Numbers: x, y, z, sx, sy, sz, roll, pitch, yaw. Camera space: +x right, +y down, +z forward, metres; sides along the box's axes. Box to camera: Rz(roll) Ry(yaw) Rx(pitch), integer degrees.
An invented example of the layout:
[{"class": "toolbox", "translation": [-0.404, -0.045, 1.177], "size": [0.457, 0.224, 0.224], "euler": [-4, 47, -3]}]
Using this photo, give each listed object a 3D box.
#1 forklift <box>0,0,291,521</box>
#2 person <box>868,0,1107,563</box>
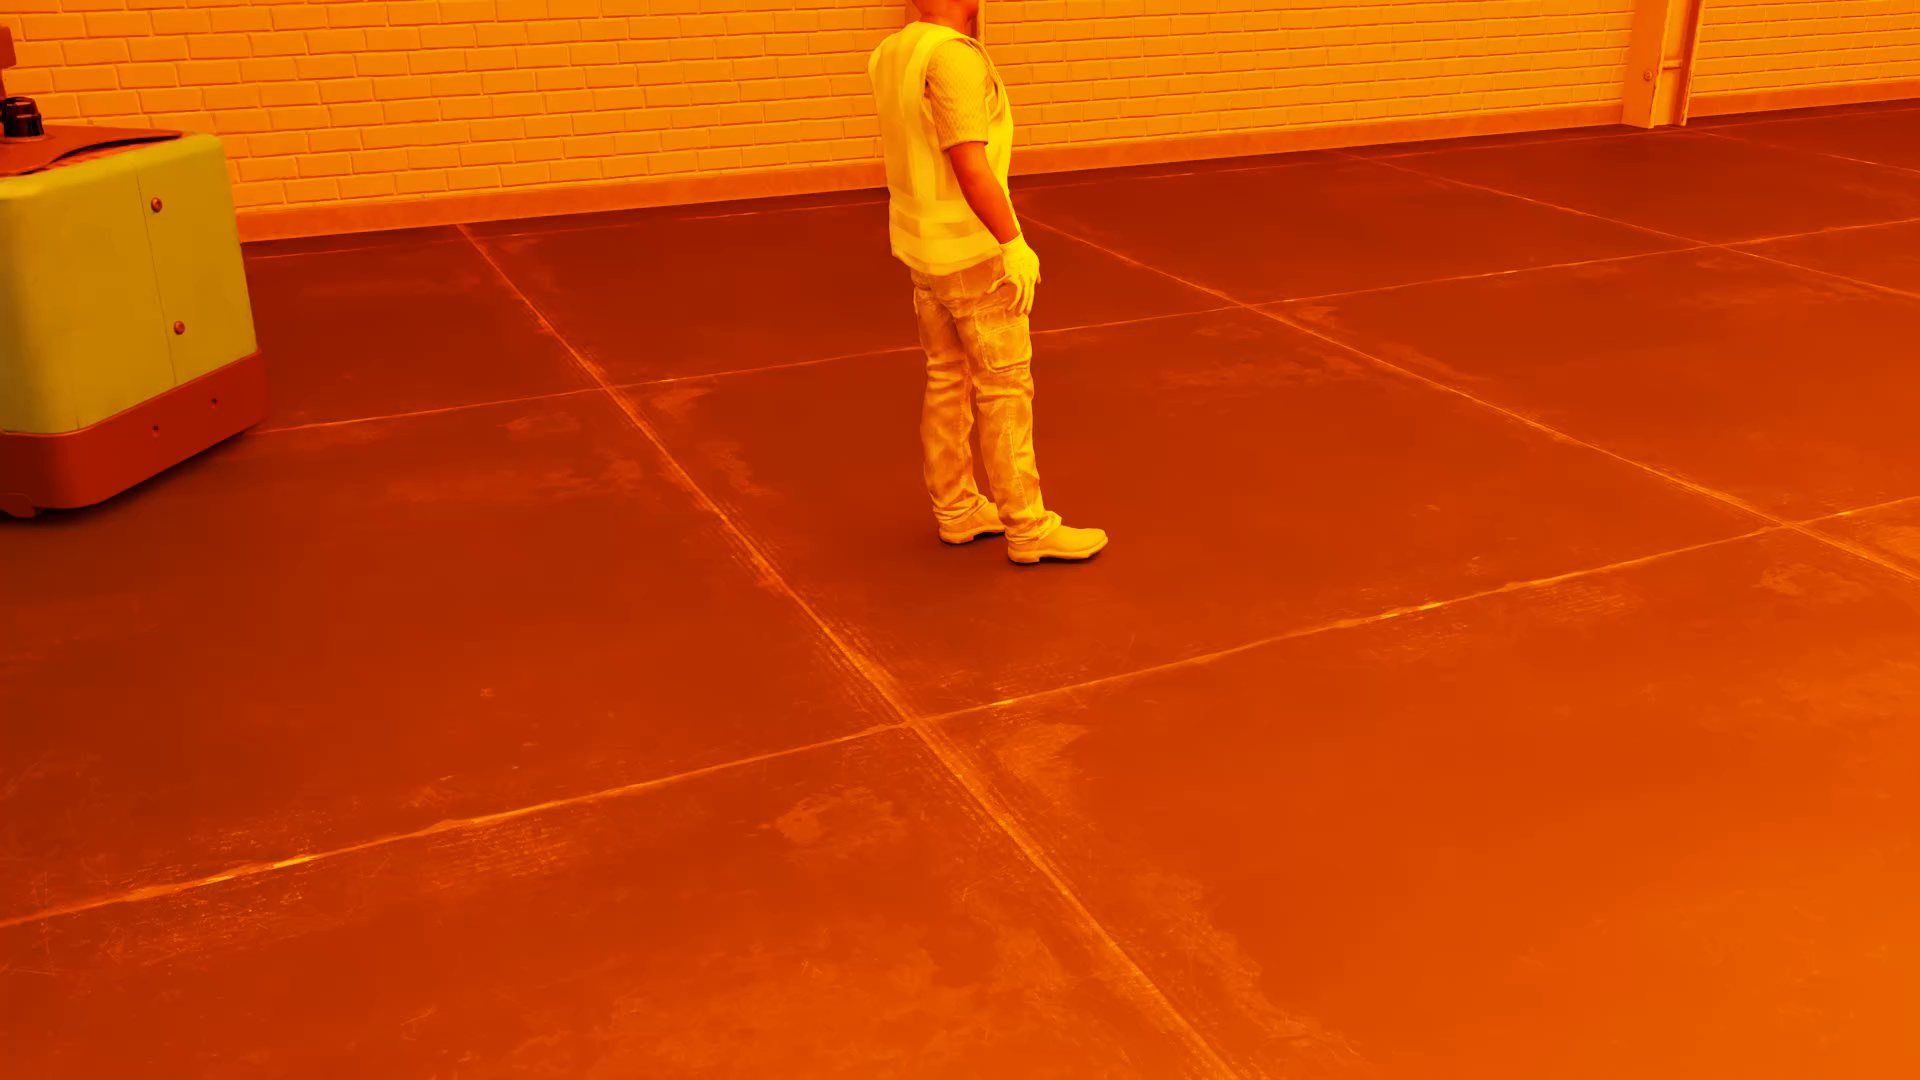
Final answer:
[{"class": "forklift", "translation": [-3.984, -1.697, 5.371], "size": [3.031, 2.935, 1.130], "euler": [5, 23, 12]}, {"class": "person", "translation": [0.069, -0.839, 4.783], "size": [0.575, 1.785, 0.657], "euler": [-10, 25, -23]}]
